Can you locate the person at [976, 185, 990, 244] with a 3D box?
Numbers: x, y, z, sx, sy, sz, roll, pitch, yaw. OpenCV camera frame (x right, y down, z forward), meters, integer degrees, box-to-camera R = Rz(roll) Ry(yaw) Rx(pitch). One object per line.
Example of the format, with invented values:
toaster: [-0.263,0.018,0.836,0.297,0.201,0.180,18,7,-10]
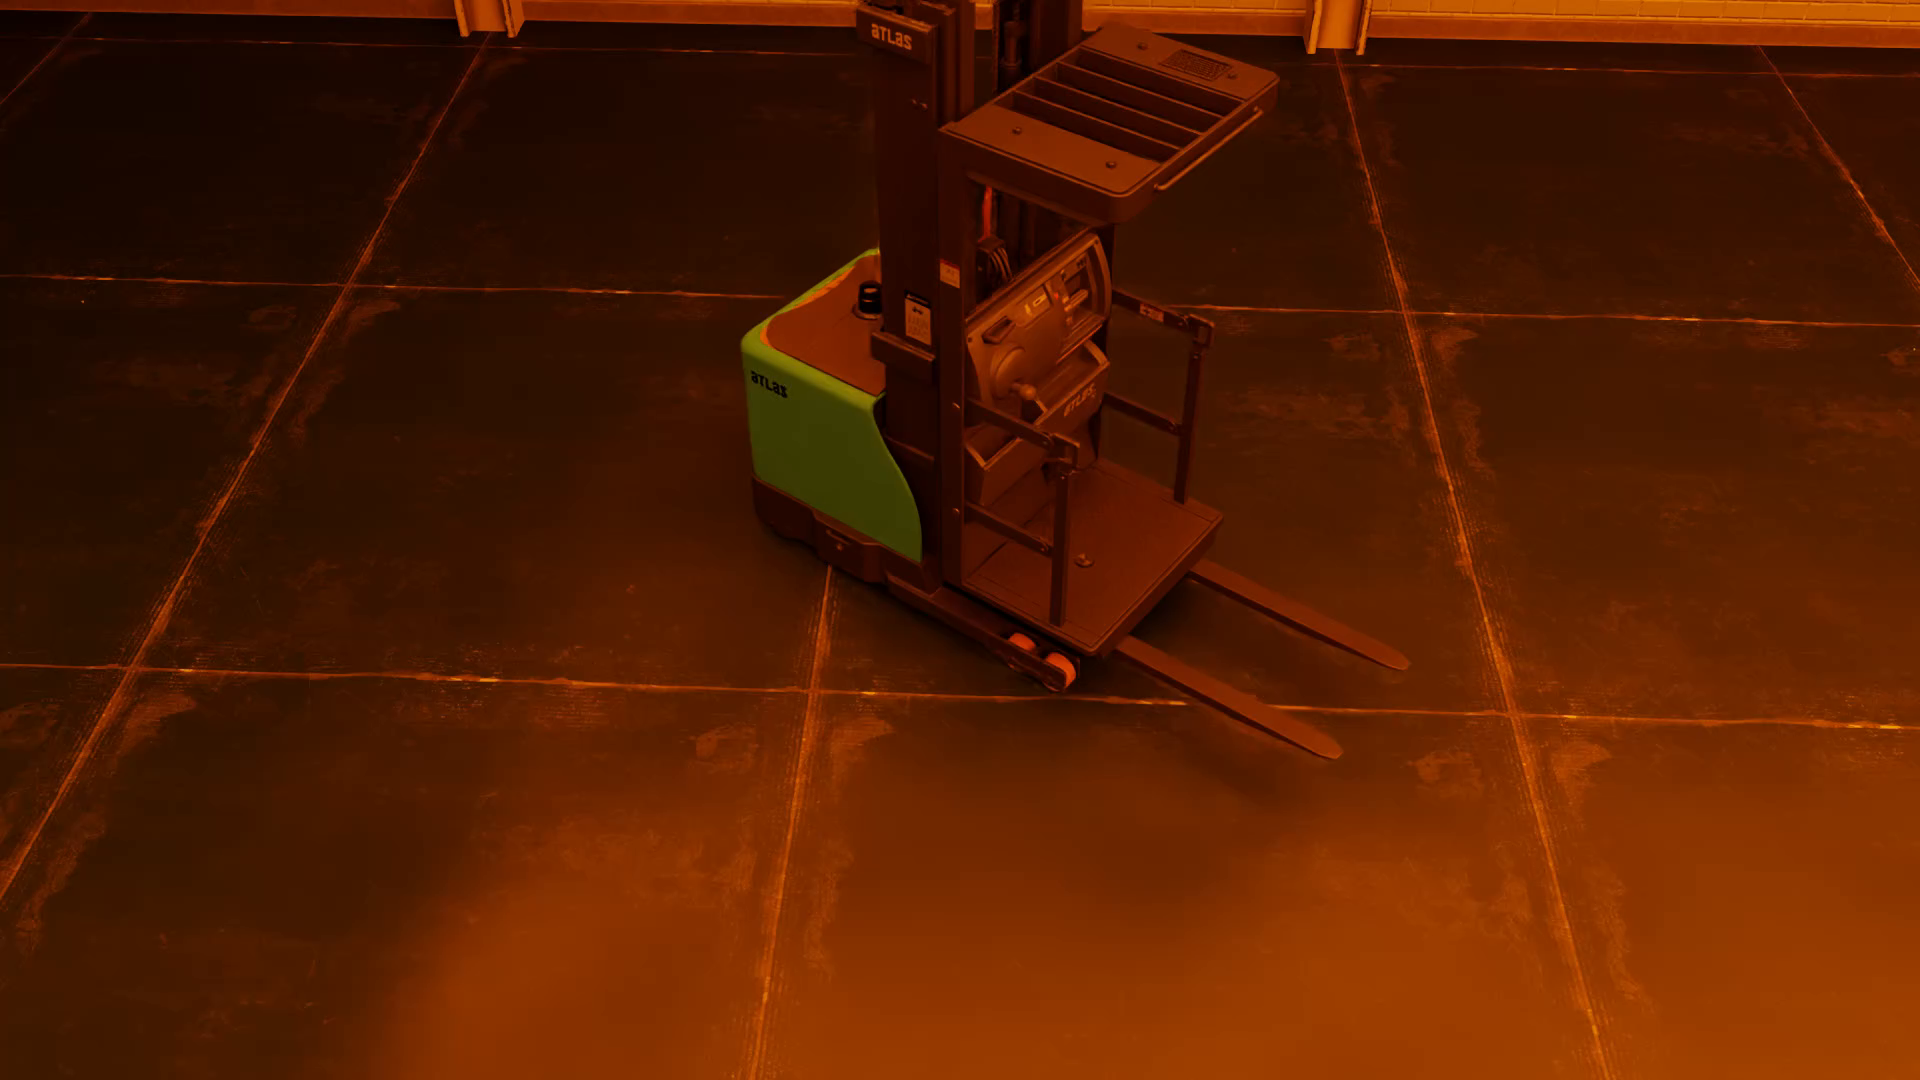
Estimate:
person: [0.352,-1.697,8.512,0.472,1.733,0.883,15,45,16]

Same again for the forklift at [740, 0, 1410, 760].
forklift: [0.494,-0.838,6.660,3.031,2.935,1.130,27,49,26]
